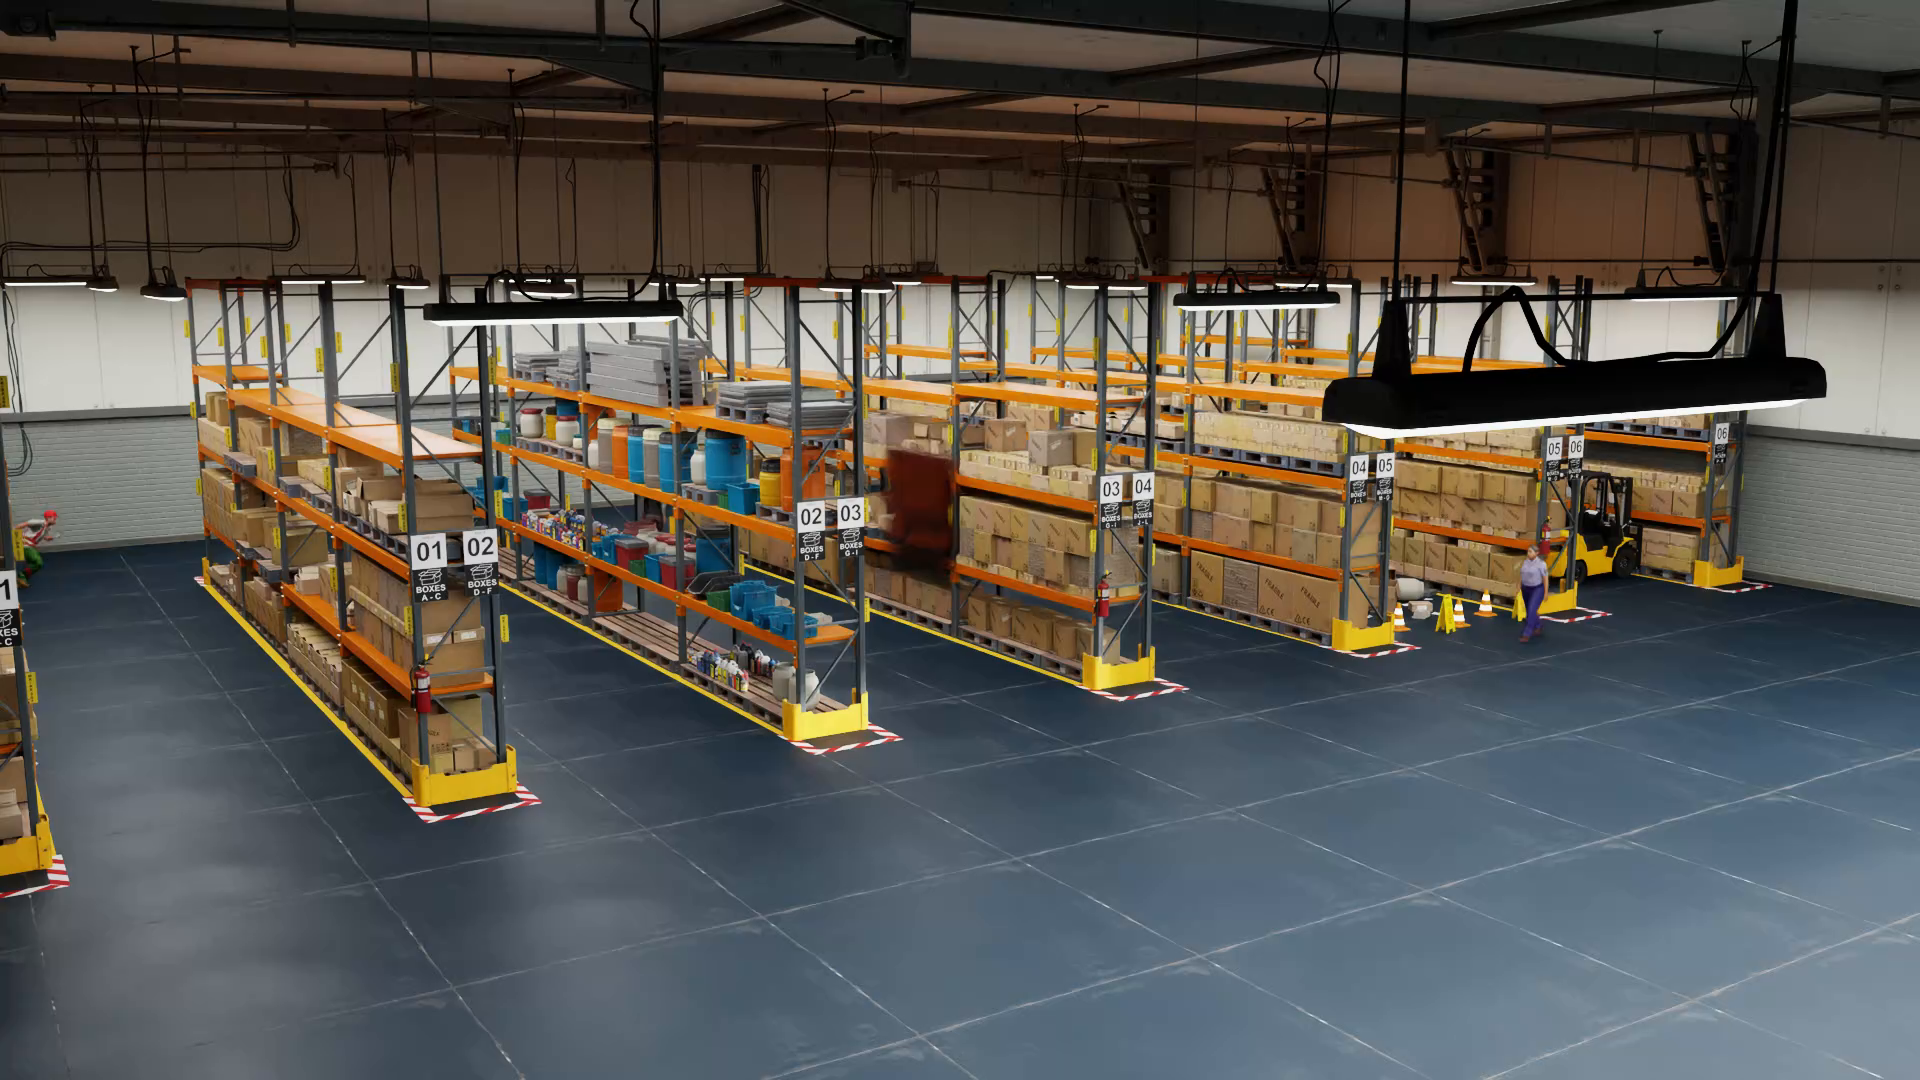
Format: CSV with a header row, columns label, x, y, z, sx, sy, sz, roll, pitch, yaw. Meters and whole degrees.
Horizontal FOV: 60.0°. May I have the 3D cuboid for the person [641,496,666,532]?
label,x,y,z,sx,sy,sz,roll,pitch,yaw
person,-6.591,-0.458,35.782,0.570,1.789,0.582,-1,10,-3

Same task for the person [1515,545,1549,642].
label,x,y,z,sx,sy,sz,roll,pitch,yaw
person,9.609,0.882,27.919,0.975,1.575,0.503,-7,12,-35

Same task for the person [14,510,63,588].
label,x,y,z,sx,sy,sz,roll,pitch,yaw
person,-18.099,0.167,32.583,0.962,1.464,0.601,-3,10,-20
